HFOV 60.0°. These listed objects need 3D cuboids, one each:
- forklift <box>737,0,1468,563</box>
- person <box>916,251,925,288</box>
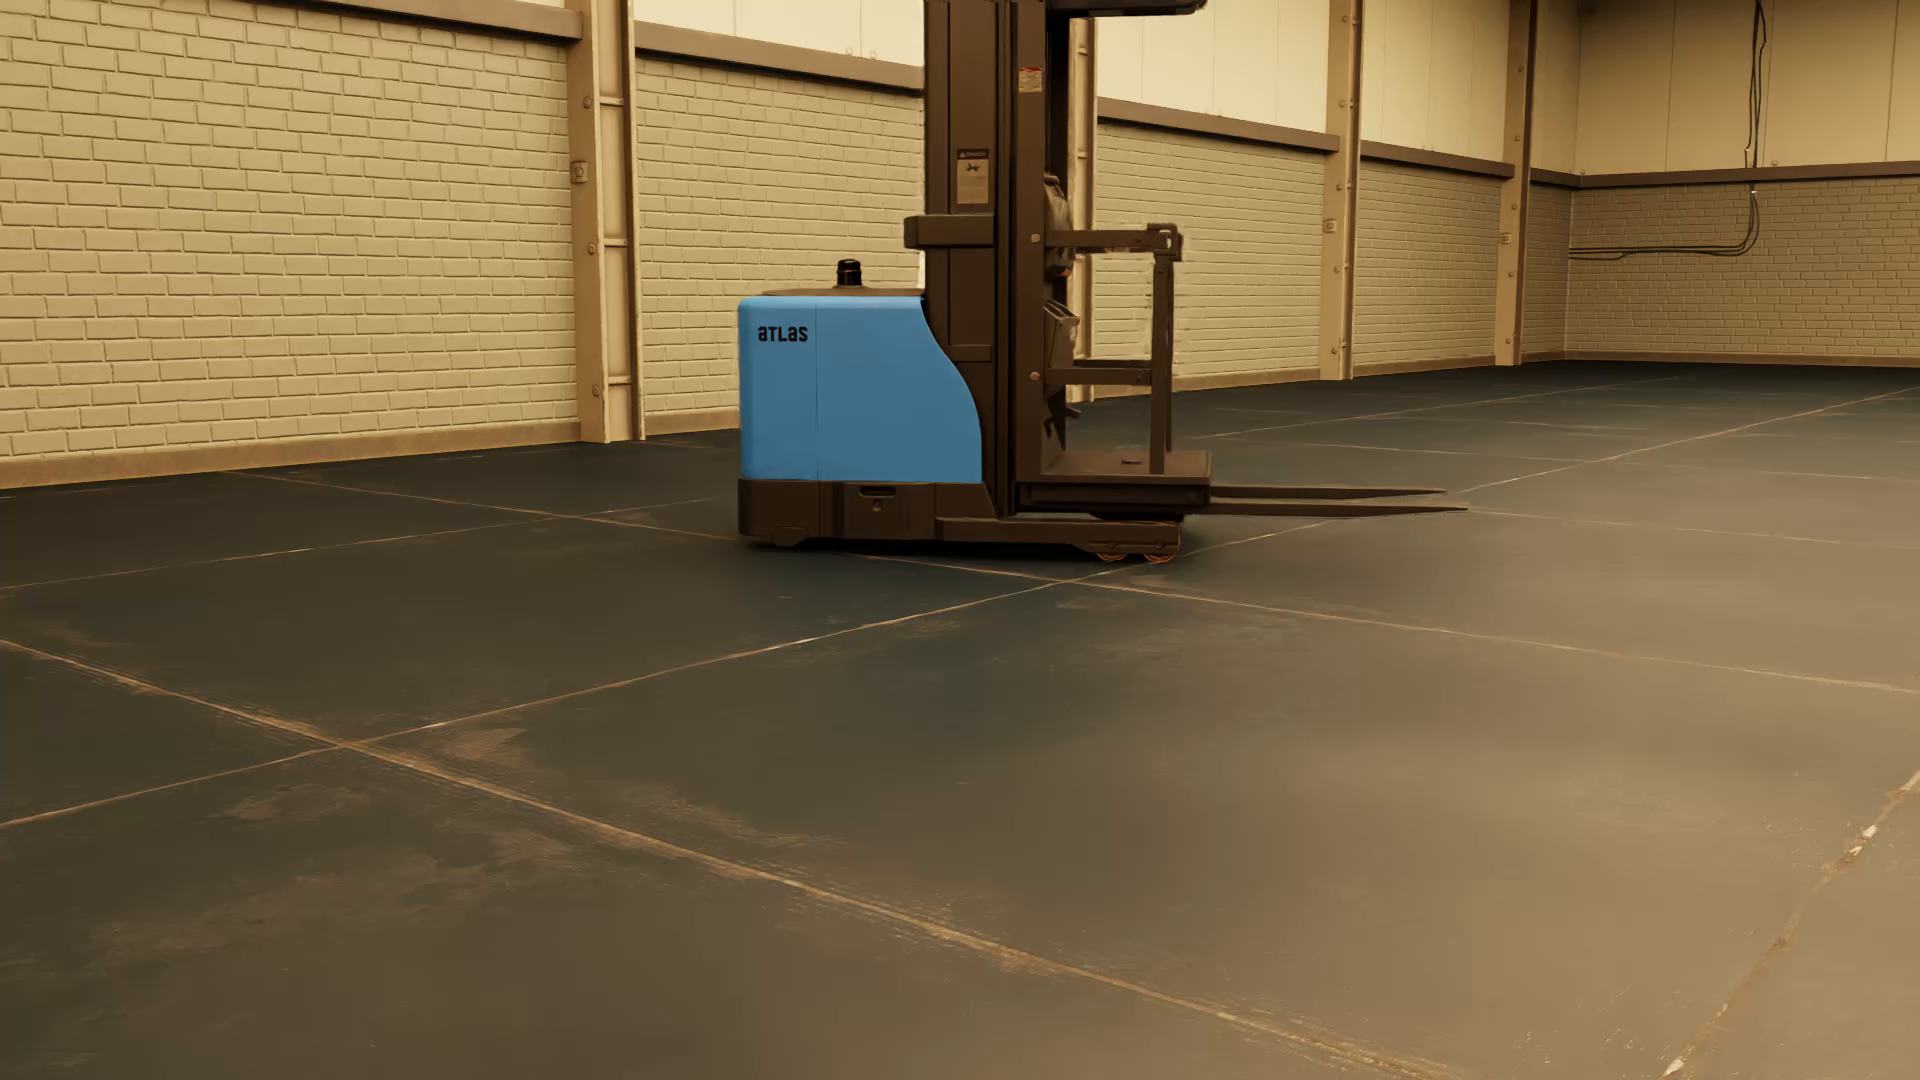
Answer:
[{"bbox_3d":[0.613,-1.439,7.116,3.031,2.935,1.130,1,8,9],"label":"forklift"},{"bbox_3d":[-0.036,-1.289,10.483,0.534,1.660,0.374,0,8,-2],"label":"person"}]
